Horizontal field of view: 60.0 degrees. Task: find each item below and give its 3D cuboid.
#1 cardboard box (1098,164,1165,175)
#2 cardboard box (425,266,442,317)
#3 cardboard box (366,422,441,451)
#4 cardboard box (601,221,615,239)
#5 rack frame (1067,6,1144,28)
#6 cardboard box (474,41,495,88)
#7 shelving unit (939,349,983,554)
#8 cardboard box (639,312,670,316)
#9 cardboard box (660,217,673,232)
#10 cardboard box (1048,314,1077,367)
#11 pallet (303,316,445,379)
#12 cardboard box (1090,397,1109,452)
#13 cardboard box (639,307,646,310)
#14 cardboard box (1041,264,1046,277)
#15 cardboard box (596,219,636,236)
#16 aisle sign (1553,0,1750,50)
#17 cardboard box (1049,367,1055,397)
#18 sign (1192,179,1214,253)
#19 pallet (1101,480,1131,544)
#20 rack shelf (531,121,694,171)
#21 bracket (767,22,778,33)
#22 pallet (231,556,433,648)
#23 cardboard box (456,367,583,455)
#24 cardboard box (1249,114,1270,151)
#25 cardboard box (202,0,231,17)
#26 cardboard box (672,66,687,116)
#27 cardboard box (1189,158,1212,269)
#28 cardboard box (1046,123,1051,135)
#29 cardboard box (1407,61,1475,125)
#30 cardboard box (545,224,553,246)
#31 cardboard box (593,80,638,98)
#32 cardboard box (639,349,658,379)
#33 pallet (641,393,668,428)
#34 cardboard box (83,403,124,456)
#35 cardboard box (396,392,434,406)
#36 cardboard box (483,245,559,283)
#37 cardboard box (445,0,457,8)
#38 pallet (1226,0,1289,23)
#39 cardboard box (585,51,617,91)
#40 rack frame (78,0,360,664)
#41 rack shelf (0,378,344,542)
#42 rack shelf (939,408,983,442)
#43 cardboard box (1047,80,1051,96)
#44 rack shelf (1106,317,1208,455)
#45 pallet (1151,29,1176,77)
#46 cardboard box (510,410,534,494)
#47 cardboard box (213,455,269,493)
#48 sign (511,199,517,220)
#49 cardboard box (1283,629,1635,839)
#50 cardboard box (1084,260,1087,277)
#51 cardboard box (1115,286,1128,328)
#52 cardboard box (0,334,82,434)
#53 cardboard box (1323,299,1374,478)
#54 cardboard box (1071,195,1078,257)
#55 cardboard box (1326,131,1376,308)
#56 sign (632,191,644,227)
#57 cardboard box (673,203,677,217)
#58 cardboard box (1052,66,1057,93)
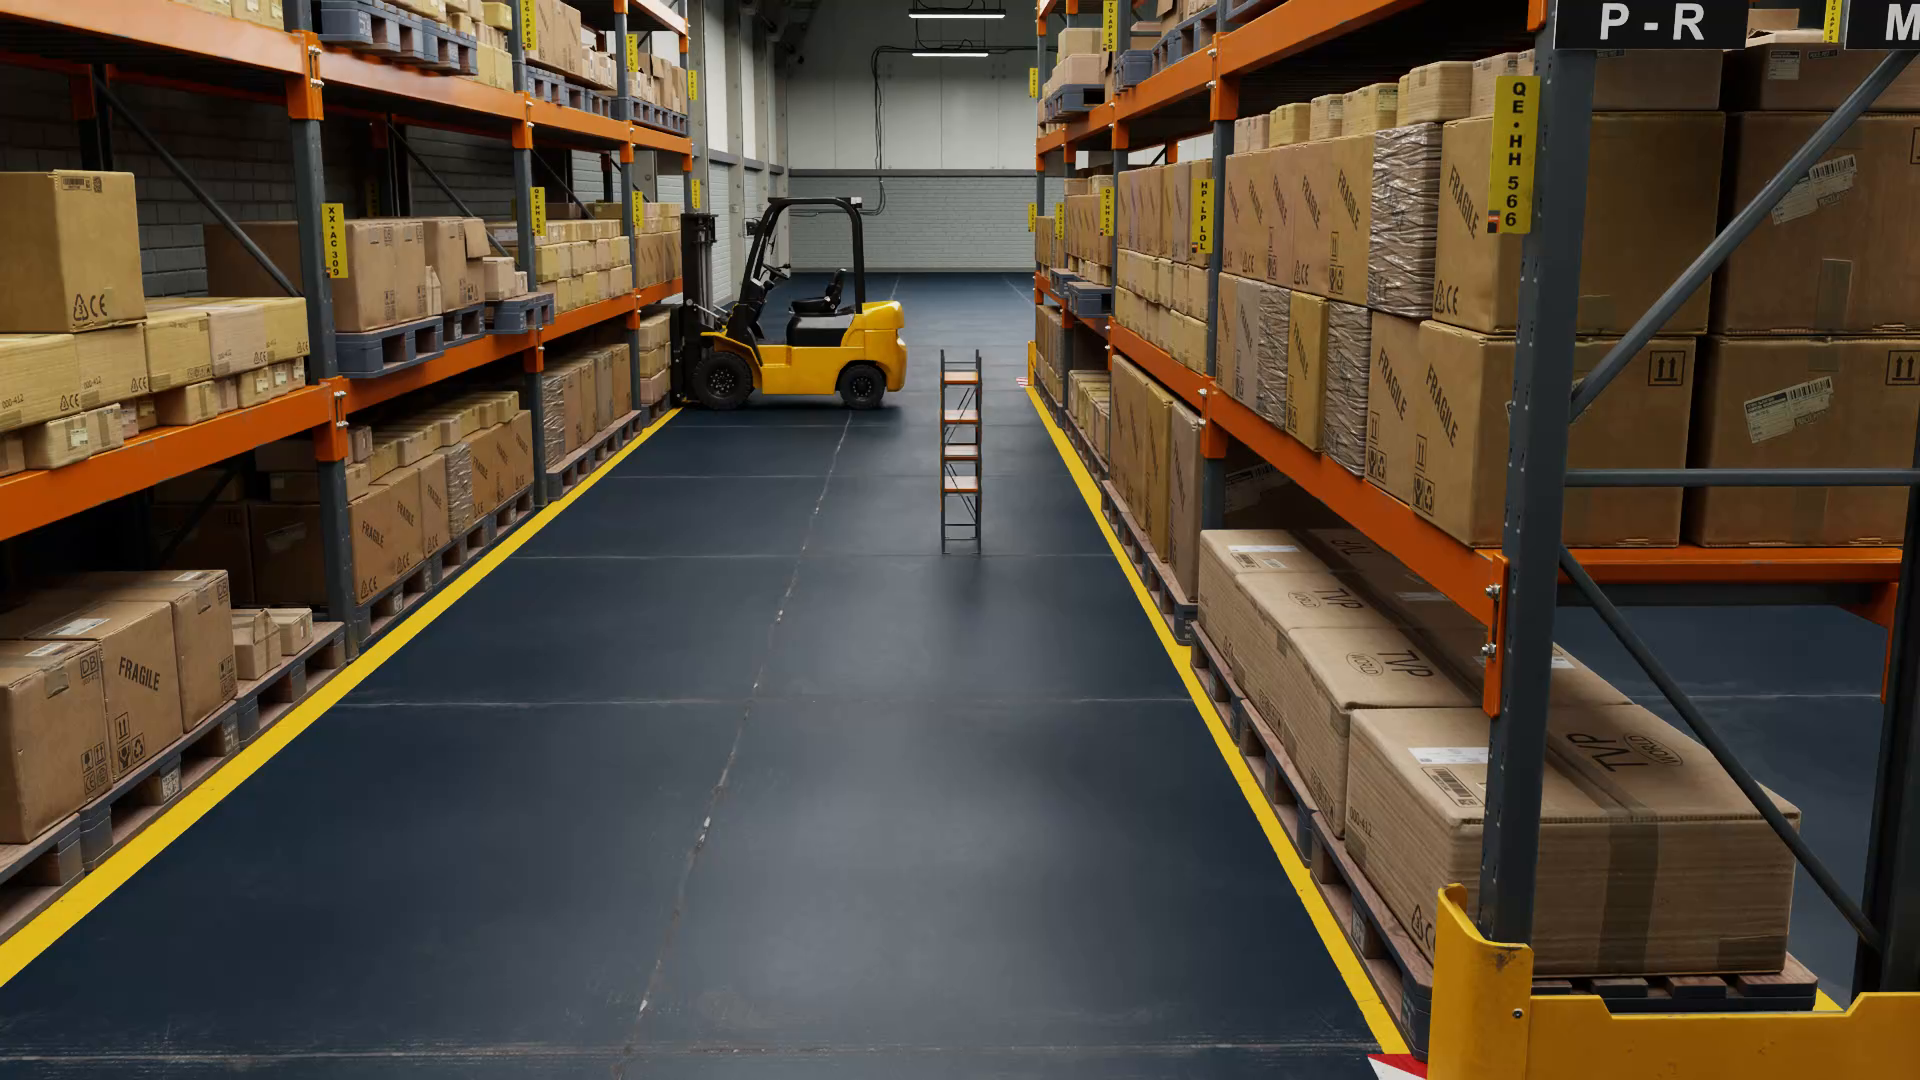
[{"bbox_3d":[1.676,-3.288,15.708,0.700,0.500,0.500,0,11,-2],"label":"cardboard box"},{"bbox_3d":[-2.974,-1.321,8.809,0.396,0.266,0.258,0,11,2],"label":"cardboard box"},{"bbox_3d":[-3.194,-0.587,9.510,0.380,0.149,0.250,0,11,-1],"label":"cardboard box"},{"bbox_3d":[-3.151,-2.642,14.154,0.380,0.149,0.250,-1,11,-3],"label":"cardboard box"},{"bbox_3d":[1.469,-5.455,14.815,1.000,3.000,0.127,0,11,-1],"label":"rack frame"},{"bbox_3d":[-3.147,-2.894,10.114,0.500,0.250,0.500,0,11,-1],"label":"cardboard box"},{"bbox_3d":[0.003,-0.555,10.278,0.258,1.200,0.503,0,11,-1],"label":"shelving unit"},{"bbox_3d":[-3.216,-2.244,17.423,0.500,0.250,0.500,0,11,-2],"label":"cardboard box"},{"bbox_3d":[-3.238,-3.333,17.561,0.380,0.149,0.250,0,11,-1],"label":"cardboard box"},{"bbox_3d":[1.164,-2.060,17.141,0.500,0.500,0.500,0,11,2],"label":"cardboard box"},{"bbox_3d":[-3.236,-0.969,8.273,1.003,0.211,1.213,0,11,-1],"label":"pallet"},{"bbox_3d":[1.526,-0.897,12.988,0.950,0.372,0.625,0,11,-2],"label":"cardboard box"},{"bbox_3d":[-3.742,-2.442,18.394,0.500,0.250,0.500,0,11,-1],"label":"cardboard box"},{"bbox_3d":[1.089,-2.965,18.260,0.380,0.149,0.250,0,11,0],"label":"cardboard box"},{"bbox_3d":[-3.238,-2.925,15.550,0.380,0.149,0.250,0,11,-2],"label":"cardboard box"},{"bbox_3d":[1.408,-1.388,3.318,0.394,0.787,0.004,0,11,-1],"label":"aisle sign"},{"bbox_3d":[1.167,-1.595,16.738,0.500,0.250,0.500,-1,11,-3],"label":"cardboard box"},{"bbox_3d":[1.092,-1.449,7.445,0.100,0.325,0.005,0,11,-1],"label":"sign"},{"bbox_3d":[1.492,-0.196,10.995,1.003,0.211,1.213,0,11,-1],"label":"pallet"},{"bbox_3d":[-3.535,-4.009,17.040,1.077,0.370,4.000,0,11,-1],"label":"rack shelf"},{"bbox_3d":[-4.596,-12.541,40.688,0.235,0.232,0.430,0,11,-1],"label":"bracket"},{"bbox_3d":[-3.383,0.302,8.542,1.003,0.211,1.213,0,11,-1],"label":"pallet"},{"bbox_3d":[-3.432,-0.995,12.834,0.875,0.625,0.625,0,11,1],"label":"cardboard box"},{"bbox_3d":[1.402,-1.667,6.833,0.380,0.149,0.250,0,11,0],"label":"cardboard box"},{"bbox_3d":[-3.027,-2.078,6.346,0.380,0.149,0.250,0,11,1],"label":"cardboard box"},{"bbox_3d":[-3.324,-4.976,18.438,0.500,0.500,0.500,0,11,1],"label":"cardboard box"},{"bbox_3d":[1.374,-1.551,7.896,0.500,0.500,0.500,0,11,1],"label":"cardboard box"},{"bbox_3d":[1.099,-4.333,17.460,0.380,0.149,0.250,0,11,-1],"label":"cardboard box"},{"bbox_3d":[1.390,-1.158,4.326,0.380,0.149,0.250,0,11,-2],"label":"cardboard box"},{"bbox_3d":[-3.130,-2.183,11.893,0.380,0.149,0.250,0,11,0],"label":"cardboard box"},{"bbox_3d":[-3.200,-4.186,15.428,0.380,0.149,0.250,0,11,0],"label":"cardboard box"},{"bbox_3d":[-3.195,-1.694,15.969,0.500,0.250,0.500,0,11,-1],"label":"cardboard box"},{"bbox_3d":[-3.469,-1.286,16.364,1.003,0.211,1.213,0,11,-1],"label":"pallet"},{"bbox_3d":[-2.981,-0.360,5.423,0.380,0.149,0.250,0,11,0],"label":"cardboard box"},{"bbox_3d":[-3.712,-0.892,11.013,0.380,0.149,0.250,0,11,2],"label":"cardboard box"},{"bbox_3d":[-3.151,-1.959,11.793,0.500,0.250,0.500,0,11,-1],"label":"cardboard box"},{"bbox_3d":[-3.082,-3.111,9.433,0.380,0.149,0.250,0,11,-1],"label":"cardboard box"},{"bbox_3d":[1.640,-2.189,6.481,1.003,0.211,1.213,0,11,-1],"label":"pallet"},{"bbox_3d":[-3.235,-4.032,14.262,0.500,0.311,0.500,-1,11,-3],"label":"cardboard box"},{"bbox_3d":[-3.329,-0.904,7.468,1.000,3.000,0.127,0,11,-1],"label":"rack frame"},{"bbox_3d":[-3.287,-0.153,5.580,1.077,0.370,4.000,0,11,-1],"label":"rack shelf"},{"bbox_3d":[0.003,-0.708,10.246,0.258,0.148,0.480,0,11,-1],"label":"rack shelf"},{"bbox_3d":[1.109,-4.725,17.387,0.380,0.149,0.250,0,11,0],"label":"cardboard box"},{"bbox_3d":[1.592,-0.970,9.604,1.077,0.370,4.000,0,11,-1],"label":"rack shelf"},{"bbox_3d":[1.644,-2.747,9.487,1.003,0.211,1.213,0,11,1],"label":"pallet"},{"bbox_3d":[-3.188,-0.596,11.185,0.500,0.500,0.500,0,11,0],"label":"cardboard box"},{"bbox_3d":[-3.635,-0.326,8.223,0.380,0.149,0.250,0,11,-1],"label":"cardboard box"},{"bbox_3d":[-4.049,-2.954,15.200,0.100,0.325,0.005,0,11,-1],"label":"sign"},{"bbox_3d":[1.576,0.608,5.407,0.875,0.438,0.875,0,11,0],"label":"cardboard box"},{"bbox_3d":[1.198,-2.174,13.308,0.380,0.149,0.250,-1,11,-3],"label":"cardboard box"},{"bbox_3d":[1.310,-1.548,11.022,0.500,0.250,0.500,0,11,-2],"label":"cardboard box"},{"bbox_3d":[-3.010,-0.473,4.975,0.500,0.250,0.500,0,11,-2],"label":"cardboard box"},{"bbox_3d":[1.426,-0.475,5.106,0.500,0.500,0.500,0,11,0],"label":"cardboard box"},{"bbox_3d":[1.199,-2.623,13.889,0.500,0.500,0.500,0,11,-1],"label":"cardboard box"},{"bbox_3d":[1.421,-0.966,5.008,0.500,0.500,0.500,0,11,-1],"label":"cardboard box"},{"bbox_3d":[-2.952,-3.027,15.220,0.100,0.325,0.005,0,11,-1],"label":"sign"},{"bbox_3d":[-3.243,-3.529,17.780,0.380,0.149,0.250,0,11,0],"label":"cardboard box"},{"bbox_3d":[1.080,-3.999,14.505,0.500,0.250,0.500,-1,11,-3],"label":"cardboard box"}]
